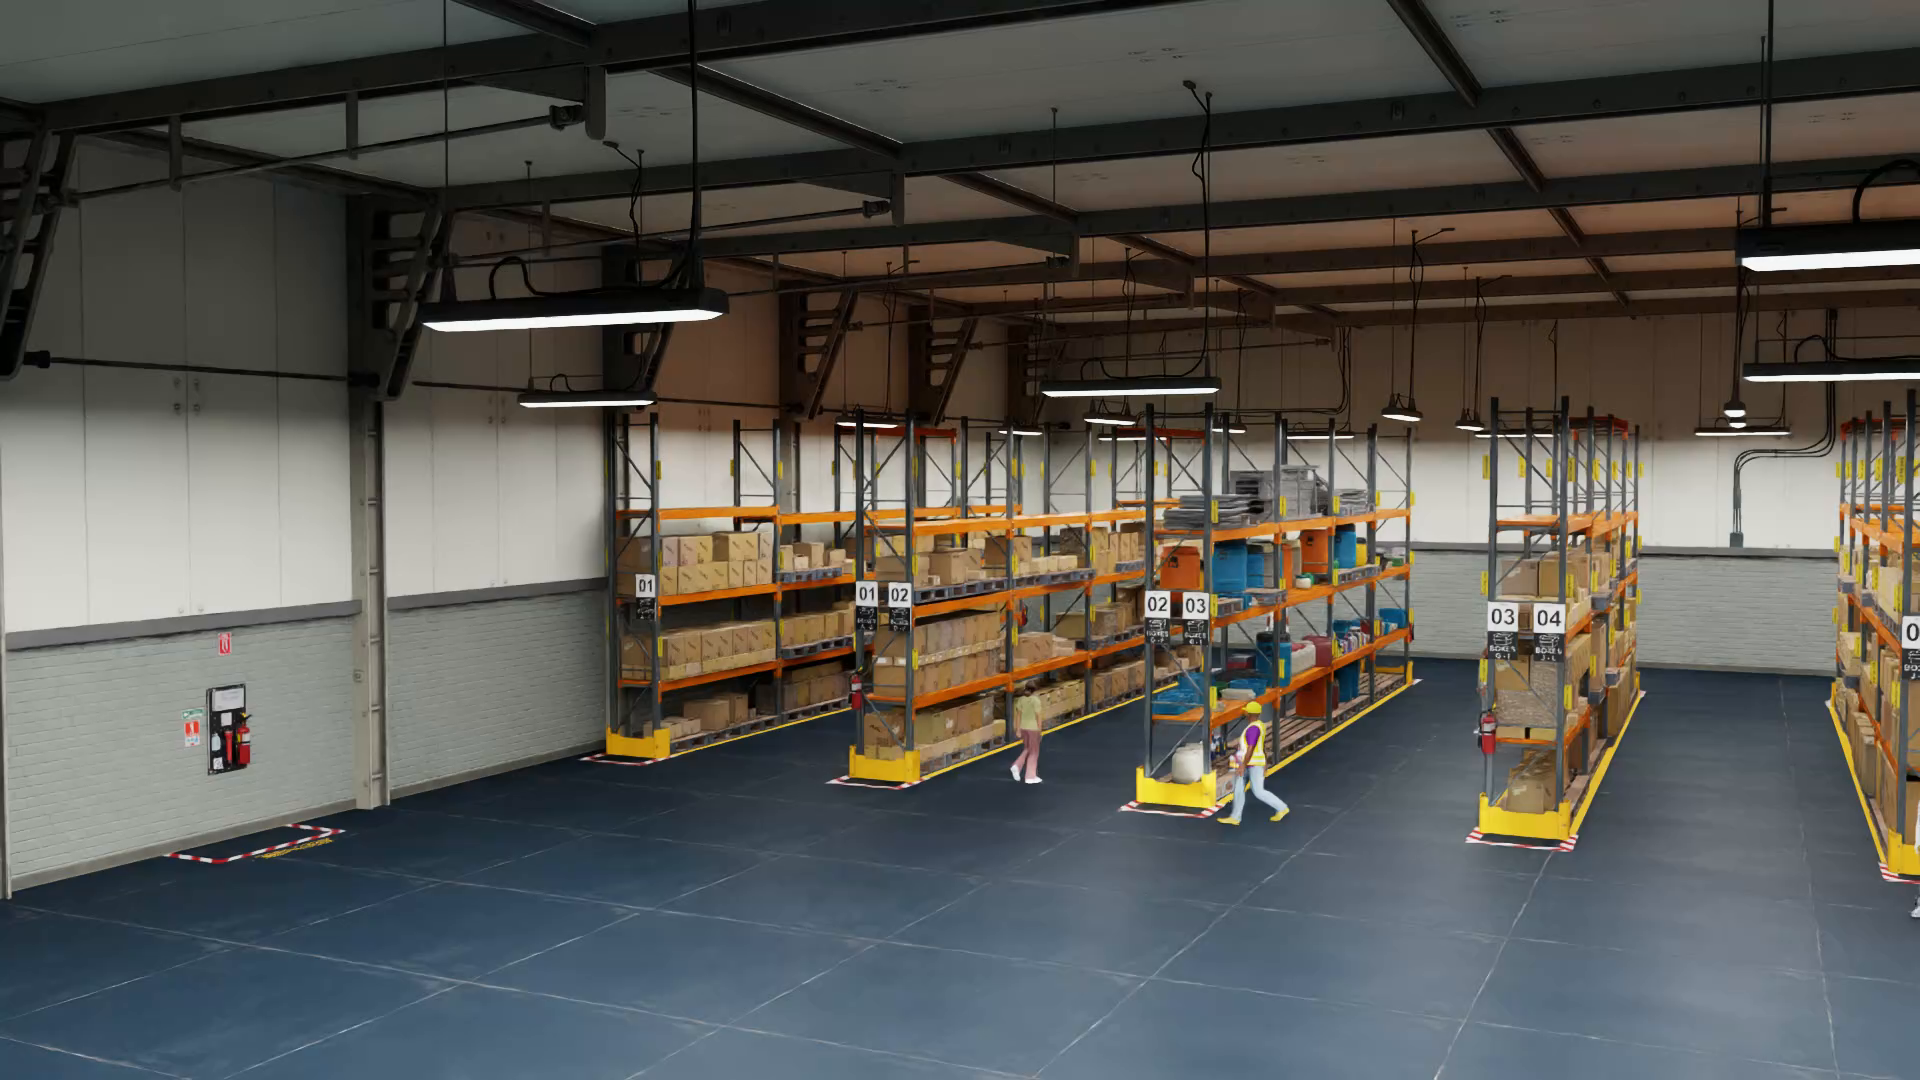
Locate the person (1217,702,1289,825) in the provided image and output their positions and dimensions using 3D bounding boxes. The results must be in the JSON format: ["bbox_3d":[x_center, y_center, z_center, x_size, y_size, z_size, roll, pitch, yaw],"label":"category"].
[{"bbox_3d":[4.139,3.147,23.372,0.968,1.745,0.499,0,2,-10],"label":"person"}]

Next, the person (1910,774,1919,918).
[{"bbox_3d":[10.838,3.386,18.467,0.376,1.669,0.535,-1,3,-24],"label":"person"}]

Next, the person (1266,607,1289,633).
[{"bbox_3d":[8.205,2.301,42.990,0.583,1.798,0.503,1,2,12],"label":"person"}]

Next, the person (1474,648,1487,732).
[{"bbox_3d":[10.063,2.874,31.890,0.484,1.616,0.431,0,2,-4],"label":"person"}]

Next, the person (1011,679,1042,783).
[{"bbox_3d":[1.089,3.043,26.406,0.537,1.662,0.446,-2,3,-36],"label":"person"}]
